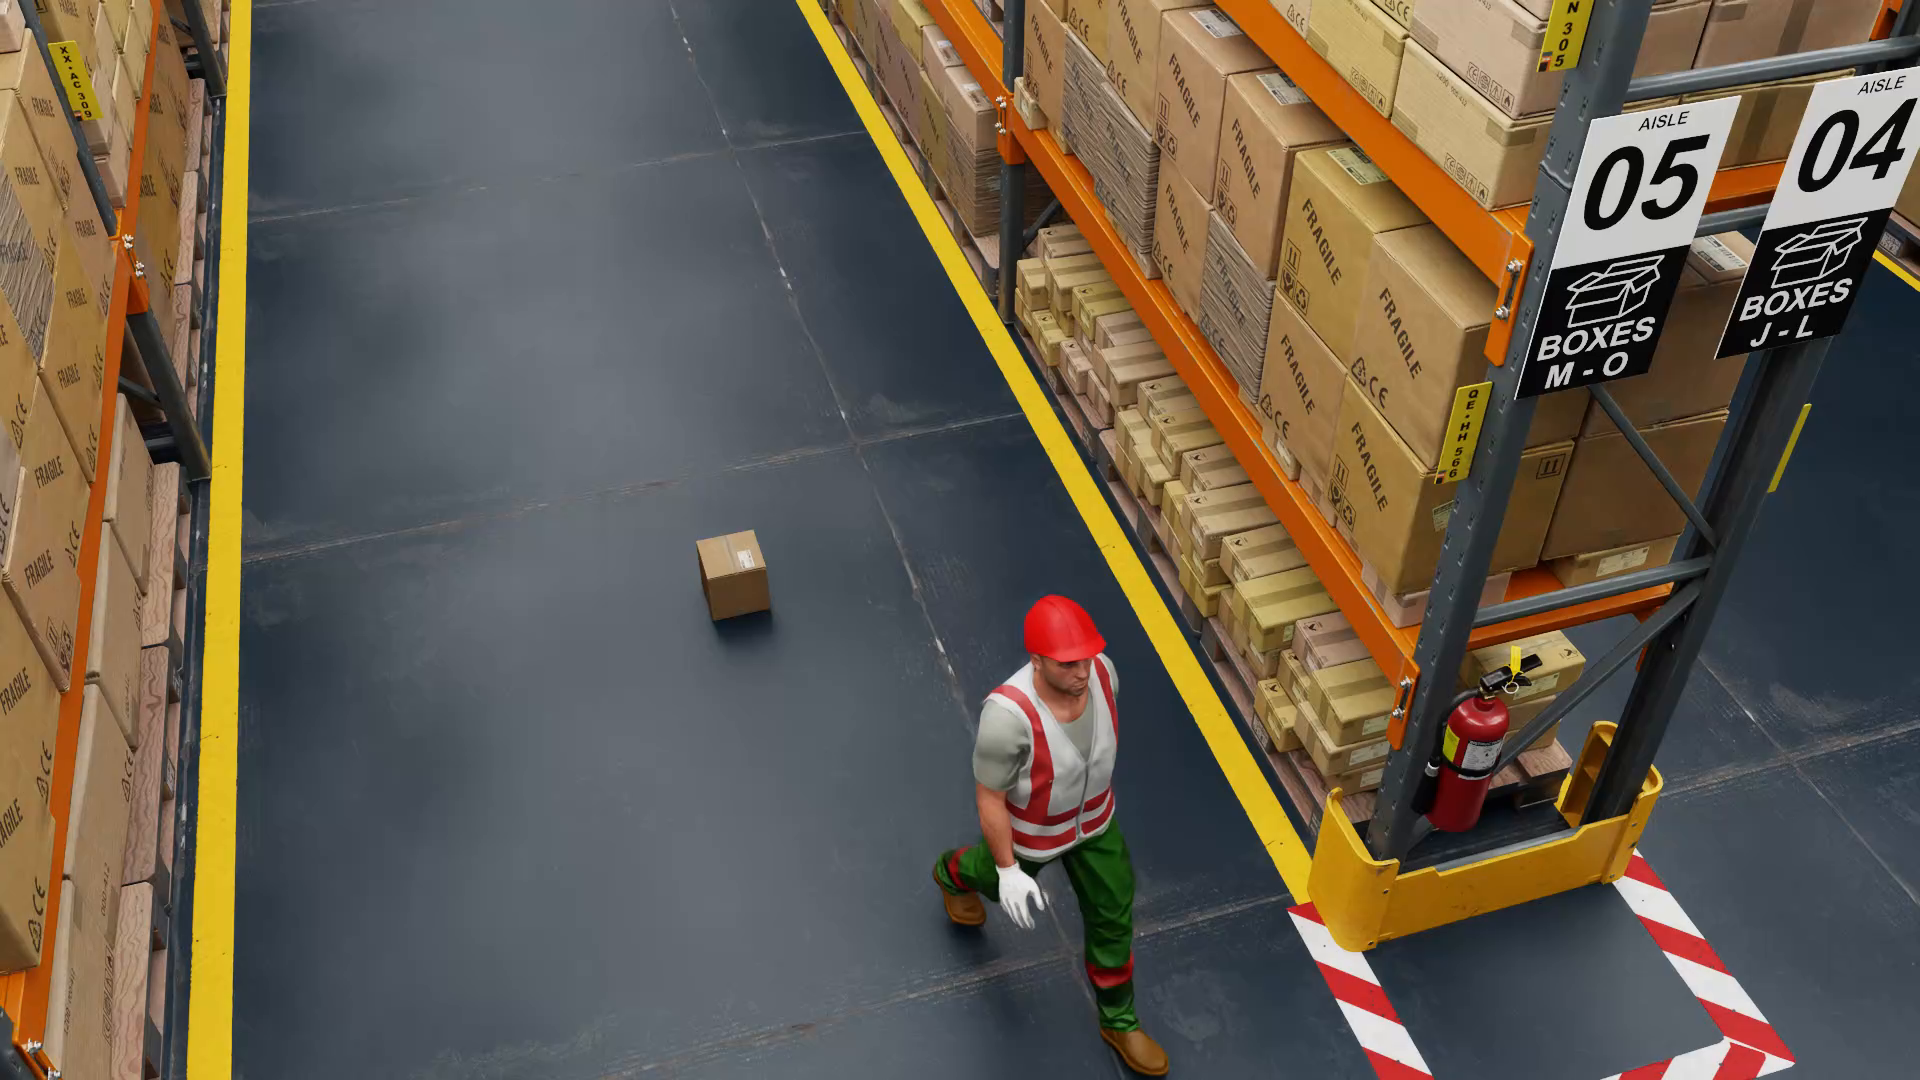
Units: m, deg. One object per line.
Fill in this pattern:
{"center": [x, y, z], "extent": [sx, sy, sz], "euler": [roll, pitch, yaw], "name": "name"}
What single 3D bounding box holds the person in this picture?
{"center": [0.298, 0.874, 5.176], "extent": [0.594, 1.743, 1.085], "euler": [-22, 46, -23], "name": "person"}
